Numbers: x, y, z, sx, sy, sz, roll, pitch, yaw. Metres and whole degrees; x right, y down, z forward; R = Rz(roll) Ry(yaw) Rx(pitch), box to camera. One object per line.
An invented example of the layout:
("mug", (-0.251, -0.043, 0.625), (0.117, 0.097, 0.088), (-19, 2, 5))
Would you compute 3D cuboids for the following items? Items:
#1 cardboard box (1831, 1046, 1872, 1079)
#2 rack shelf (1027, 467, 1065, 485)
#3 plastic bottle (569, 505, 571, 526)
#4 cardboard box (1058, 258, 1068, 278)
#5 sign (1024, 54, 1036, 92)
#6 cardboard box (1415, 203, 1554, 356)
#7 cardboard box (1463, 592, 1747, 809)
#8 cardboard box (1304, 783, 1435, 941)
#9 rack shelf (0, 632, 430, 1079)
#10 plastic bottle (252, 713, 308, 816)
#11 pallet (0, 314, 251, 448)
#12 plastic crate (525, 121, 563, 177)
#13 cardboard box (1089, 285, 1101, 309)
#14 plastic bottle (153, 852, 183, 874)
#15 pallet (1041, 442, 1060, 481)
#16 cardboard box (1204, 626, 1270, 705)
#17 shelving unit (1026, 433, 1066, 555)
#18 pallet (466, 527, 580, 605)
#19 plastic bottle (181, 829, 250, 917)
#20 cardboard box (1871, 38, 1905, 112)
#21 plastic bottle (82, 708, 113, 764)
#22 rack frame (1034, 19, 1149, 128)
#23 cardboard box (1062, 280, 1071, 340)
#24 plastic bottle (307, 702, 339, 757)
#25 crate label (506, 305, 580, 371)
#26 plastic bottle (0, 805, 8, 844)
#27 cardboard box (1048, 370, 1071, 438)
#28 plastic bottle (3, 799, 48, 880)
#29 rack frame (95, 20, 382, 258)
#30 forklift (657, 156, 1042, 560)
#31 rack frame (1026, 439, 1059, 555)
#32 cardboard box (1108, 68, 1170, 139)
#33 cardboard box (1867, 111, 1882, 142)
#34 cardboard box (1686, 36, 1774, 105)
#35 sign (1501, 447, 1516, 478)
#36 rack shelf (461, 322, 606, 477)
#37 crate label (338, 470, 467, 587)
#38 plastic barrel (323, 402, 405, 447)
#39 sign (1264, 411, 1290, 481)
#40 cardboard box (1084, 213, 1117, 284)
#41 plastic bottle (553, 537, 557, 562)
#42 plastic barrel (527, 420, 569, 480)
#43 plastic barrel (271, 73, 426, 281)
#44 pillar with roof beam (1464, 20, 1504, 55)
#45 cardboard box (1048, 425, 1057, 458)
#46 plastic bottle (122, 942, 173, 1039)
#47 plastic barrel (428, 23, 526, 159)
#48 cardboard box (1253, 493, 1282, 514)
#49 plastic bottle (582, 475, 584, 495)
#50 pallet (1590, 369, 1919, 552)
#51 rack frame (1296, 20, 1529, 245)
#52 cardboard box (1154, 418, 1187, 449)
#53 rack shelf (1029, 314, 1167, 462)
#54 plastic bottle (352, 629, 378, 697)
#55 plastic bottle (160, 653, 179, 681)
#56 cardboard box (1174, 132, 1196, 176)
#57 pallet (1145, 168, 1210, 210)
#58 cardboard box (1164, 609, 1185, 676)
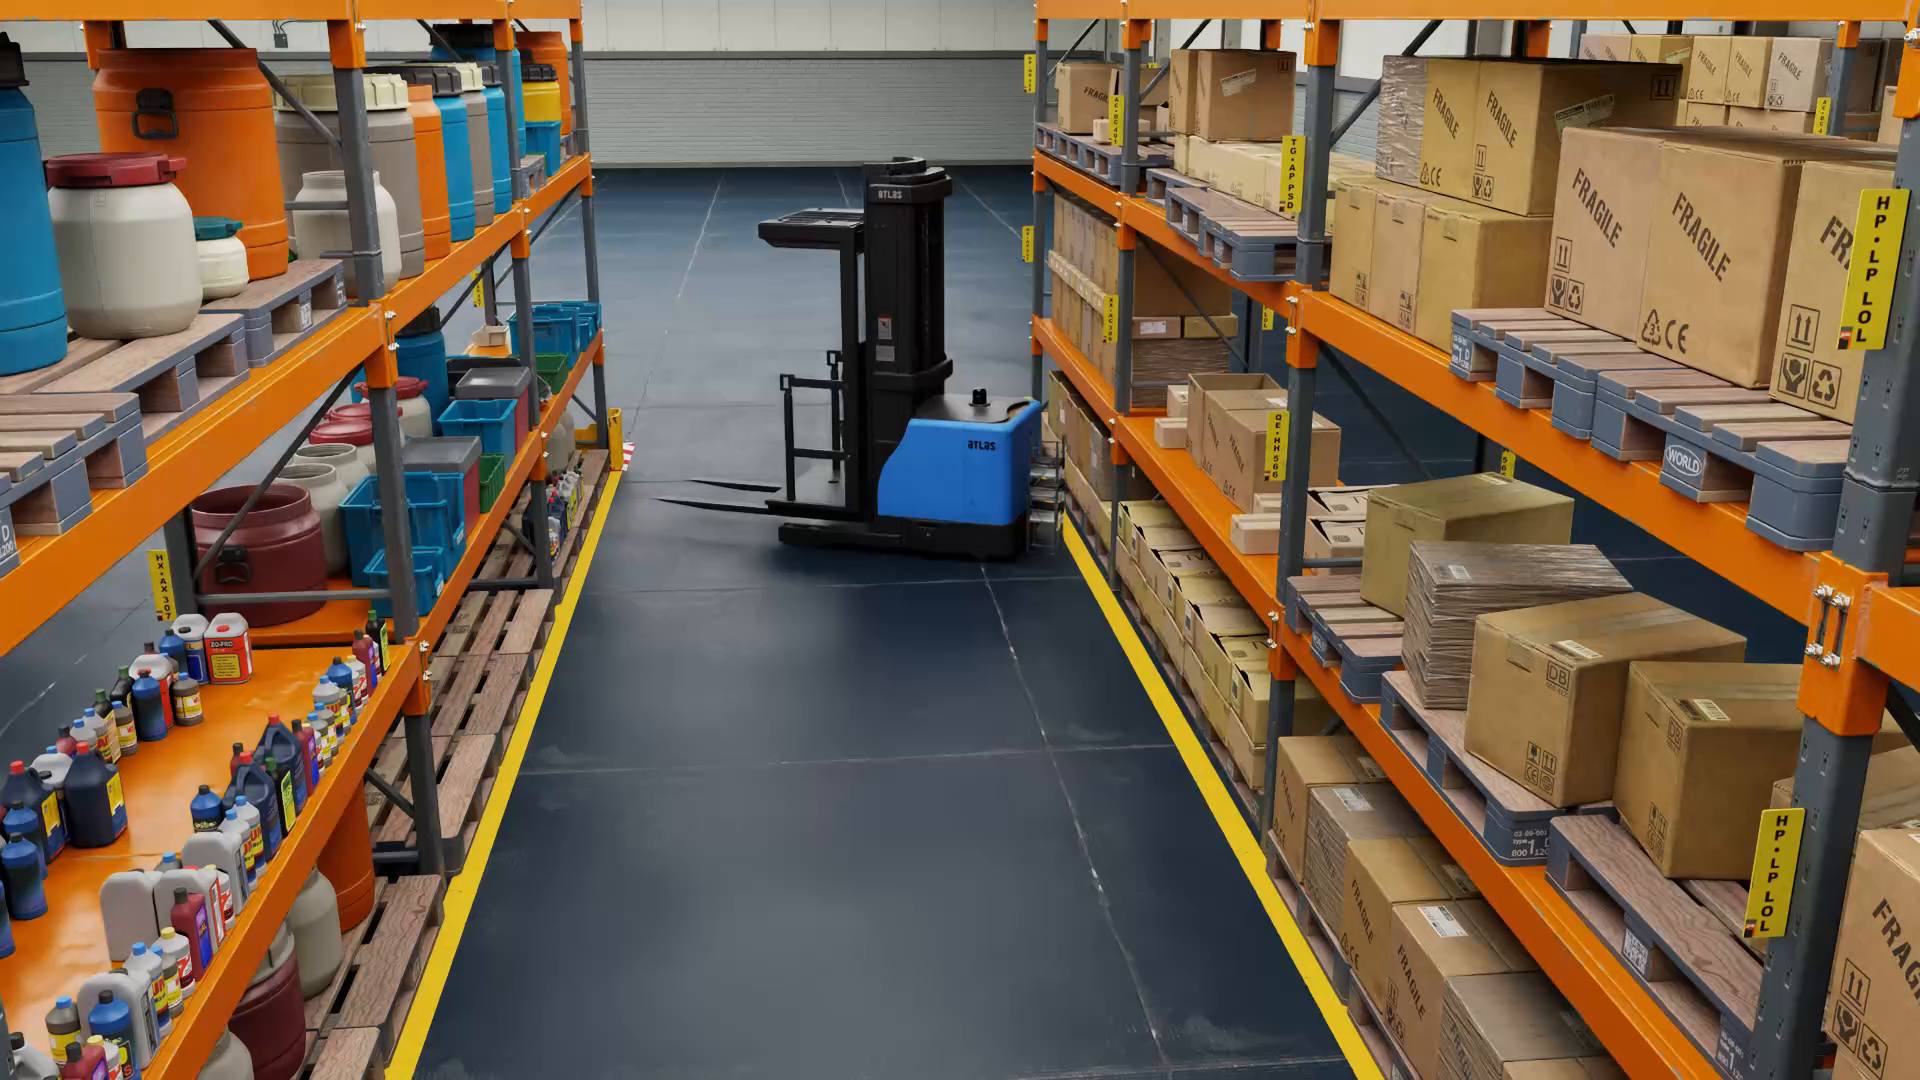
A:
("cardboard box", (2.194, 1.411, 3.509), (0.500, 0.500, 0.500), (-1, 17, -4))
("rack shelf", (0.660, -0.493, 12.754), (0.258, 0.077, 0.200), (5, 18, 16))
("plastic bottle", (-3.036, -0.203, 12.753), (0.097, 0.201, 0.097), (0, 17, 0))
("cardboard box", (1.055, -2.358, 14.430), (0.380, 0.149, 0.250), (-2, 18, -5))
("sign", (0.622, -4.148, 14.782), (0.100, 0.325, 0.005), (-2, 18, -6))
("cardboard box", (2.184, -0.937, 5.978), (0.910, 0.500, 0.500), (-2, 18, -6))
("cardboard box", (2.169, 0.525, 5.627), (0.700, 0.500, 0.500), (-6, 19, -20))
("cardboard box", (1.822, 1.389, 7.183), (0.500, 0.500, 0.500), (-2, 18, -8))
("rack shelf", (-2.721, 1.197, 5.557), (1.077, 0.370, 4.000), (-2, 18, -6))
("plastic bottle", (-2.369, 0.778, 5.773), (0.144, 0.351, 0.185), (-2, 18, -6))
("pallet", (-2.813, -0.459, 4.940), (1.003, 0.211, 1.213), (-2, 18, -6))
("plastic crate", (-3.257, -2.990, 12.712), (0.392, 0.384, 0.575), (-2, 18, -6))
("cardboard box", (1.216, -1.895, 12.957), (0.380, 0.149, 0.250), (-1, 17, -4))
("plastic bottle", (-2.426, 1.059, 5.126), (0.097, 0.201, 0.097), (0, 17, 0))
("pallet", (1.295, -0.720, 15.119), (1.003, 0.211, 1.213), (-2, 18, -6))
("cardboard box", (1.641, 0.647, 9.061), (0.500, 0.311, 0.500), (-2, 18, -6))
("shelving unit", (0.660, -0.353, 12.798), (0.258, 0.900, 0.210), (5, 18, 16))
("pallet", (-3.368, 0.195, 12.202), (1.003, 0.211, 1.213), (-2, 18, -6))
("plastic bottle", (-2.303, 1.014, 5.145), (0.152, 0.276, 0.135), (-2, 18, -6))
("cardboard box", (6.748, -3.360, 11.994), (0.500, 0.500, 0.500), (-1, 17, -4))
("plastic bottle", (-3.135, 0.740, 6.026), (0.097, 0.271, 0.097), (0, 17, 0))
("rack frame", (1.174, -5.139, 14.524), (1.000, 3.000, 0.127), (-2, 18, -6))
("cardboard box", (1.269, -2.029, 14.466), (0.700, 0.500, 0.500), (-1, 17, -4))
("plastic bottle", (-2.394, 0.709, 6.242), (0.097, 0.201, 0.097), (0, 17, 0))
("crate label", (-3.294, -1.602, 13.213), (0.502, 0.435, 0.616), (-2, 18, -6))
("plastic bottle", (-3.074, 0.962, 5.299), (0.061, 0.283, 0.133), (-2, 18, -6))
("cardboard box", (1.062, -1.208, 14.654), (0.500, 0.500, 0.500), (-2, 18, -6))
("plastic bottle", (-2.997, 0.960, 5.325), (0.097, 0.271, 0.097), (0, 17, 0))
("rack frame", (-2.928, -2.604, 6.448), (1.000, 3.000, 0.127), (-2, 18, -6))
("forklift", (-0.917, -1.482, 13.004), (3.031, 2.935, 1.130), (5, 18, 16))
("rack frame", (0.630, -0.324, 12.706), (0.240, 0.900, 0.006), (5, 18, 16))
("cardboard box", (1.543, -3.328, 12.653), (0.797, 0.503, 0.637), (0, 17, 0))
("cardboard box", (6.714, -2.882, 12.140), (0.500, 0.500, 0.500), (-1, 17, -4))
("cardboard box", (6.061, -3.664, 12.963), (0.500, 0.500, 0.500), (-2, 18, -8))
("sign", (2.538, -0.428, 7.732), (0.100, 0.325, 0.005), (-2, 18, -6))
("rack shelf", (-3.547, -1.186, 13.149), (1.077, 0.370, 4.000), (-2, 18, -6))
("crate label", (-2.761, -0.063, 8.311), (0.502, 0.435, 0.616), (-2, 18, -6))
("plastic barrel", (-3.384, -0.488, 9.497), (0.433, 0.535, 0.433), (0, 17, 0))
("sign", (1.448, -0.428, 7.600), (0.100, 0.325, 0.005), (-2, 18, -6))
("cardboard box", (1.380, -2.333, 13.267), (0.700, 0.500, 0.500), (-2, 18, -6))
("plastic bottle", (-2.948, 0.053, 11.938), (0.097, 0.201, 0.097), (0, 17, 0))
("plastic barrel", (-3.557, -0.796, 14.156), (0.421, 0.512, 0.421), (0, 17, 0))
("plastic barrel", (-2.797, -1.663, 7.623), (0.600, 0.901, 0.600), (0, 17, 0))
("pillar with roof beam", (2.133, -6.766, 19.706), (9.100, 9.000, 0.400), (-2, 18, -6))
("cardboard box", (1.064, -0.850, 14.767), (0.500, 0.250, 0.500), (-2, 18, -6))
("plastic bottle", (-2.206, 1.217, 4.507), (0.097, 0.271, 0.097), (0, 17, 0))
("plastic barrel", (-3.336, -3.104, 11.511), (0.600, 0.901, 0.708), (-2, 18, -6))
("cardboard box", (1.812, -0.152, 9.073), (0.380, 0.149, 0.250), (0, 17, -2))
("plastic bottle", (-3.127, -0.466, 13.592), (0.097, 0.201, 0.097), (0, 17, 0))
("pallet", (2.415, -0.240, 4.239), (1.213, 0.211, 1.003), (-2, 18, -6))
("rack frame", (2.000, -2.756, 6.932), (1.000, 3.000, 0.127), (-2, 18, -6))
("cardboard box", (1.475, -0.695, 10.803), (0.380, 0.149, 0.250), (-2, 18, -6))
("rack shelf", (1.381, -1.338, 13.632), (1.077, 0.370, 4.000), (-2, 18, -6))
("plastic bottle", (-2.438, 0.490, 6.803), (0.061, 0.283, 0.133), (-2, 18, -6))
("plastic bottle", (-3.210, 0.556, 6.729), (0.097, 0.201, 0.097), (0, 17, 0))
("cardboard box", (1.641, -2.462, 10.551), (0.500, 0.250, 0.500), (0, 17, 0))
("pallet", (1.691, -2.163, 10.370), (0.805, 0.209, 1.217), (-2, 18, -8))
("cardboard box", (1.541, 0.612, 10.109), (0.500, 0.250, 0.500), (-1, 17, -5))
